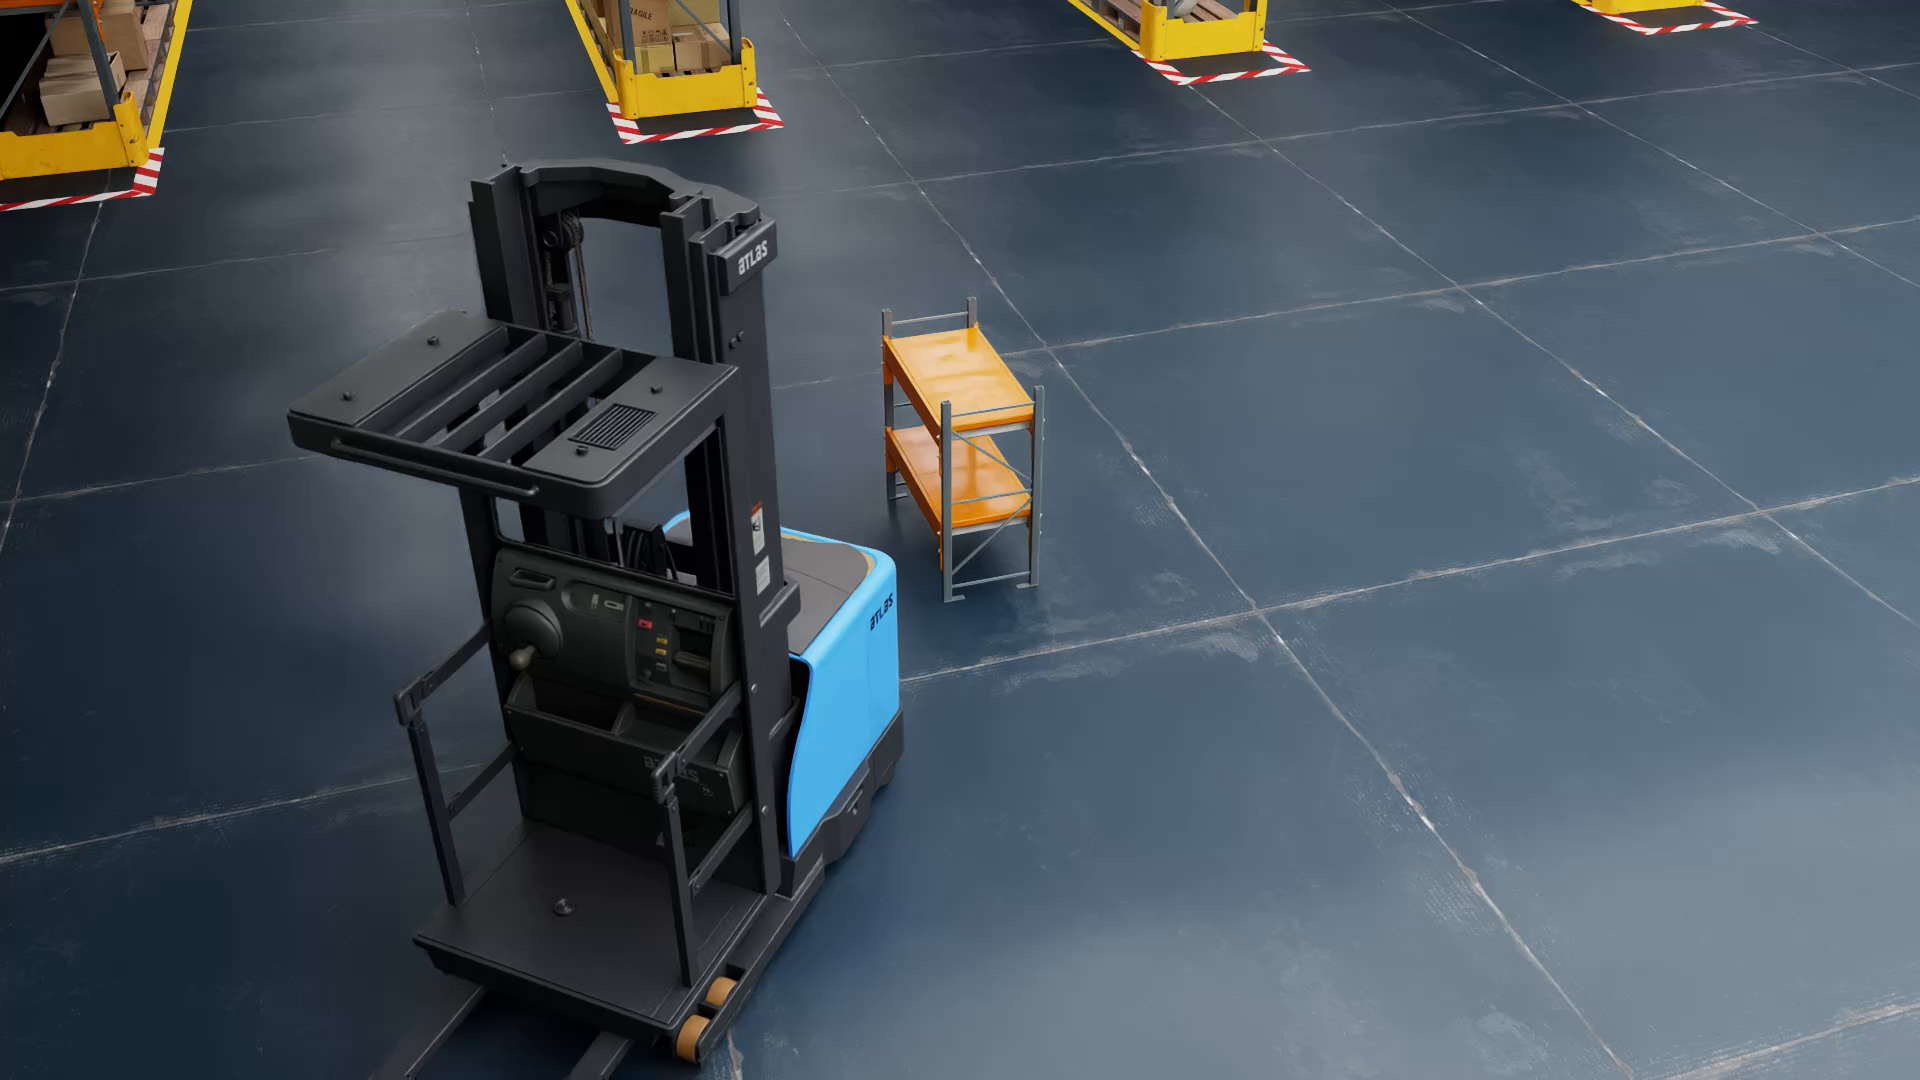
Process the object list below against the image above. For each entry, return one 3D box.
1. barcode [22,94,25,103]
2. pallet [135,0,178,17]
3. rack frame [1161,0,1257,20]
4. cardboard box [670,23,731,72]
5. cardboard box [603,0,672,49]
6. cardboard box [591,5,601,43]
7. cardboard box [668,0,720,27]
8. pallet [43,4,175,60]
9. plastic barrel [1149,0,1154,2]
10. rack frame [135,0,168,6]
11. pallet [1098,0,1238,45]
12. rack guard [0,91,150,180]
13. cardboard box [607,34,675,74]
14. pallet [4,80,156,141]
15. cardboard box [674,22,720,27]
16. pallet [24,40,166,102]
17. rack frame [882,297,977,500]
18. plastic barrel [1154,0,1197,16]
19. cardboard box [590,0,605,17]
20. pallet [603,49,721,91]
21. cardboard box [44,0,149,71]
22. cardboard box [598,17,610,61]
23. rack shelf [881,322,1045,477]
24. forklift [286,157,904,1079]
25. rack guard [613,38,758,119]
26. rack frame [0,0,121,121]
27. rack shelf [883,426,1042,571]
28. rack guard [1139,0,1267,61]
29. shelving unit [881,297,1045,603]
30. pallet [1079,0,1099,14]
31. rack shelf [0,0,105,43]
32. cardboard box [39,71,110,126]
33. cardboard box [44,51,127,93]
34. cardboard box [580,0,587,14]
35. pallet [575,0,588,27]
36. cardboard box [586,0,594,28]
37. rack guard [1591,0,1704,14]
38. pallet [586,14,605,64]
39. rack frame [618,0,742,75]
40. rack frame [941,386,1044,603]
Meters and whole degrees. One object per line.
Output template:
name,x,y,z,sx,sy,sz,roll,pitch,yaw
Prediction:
barcode,-7.593,-3.583,13.483,0.001,0.075,0.075,-10,35,-15
pallet,-8.540,-5.542,16.945,1.003,0.211,1.213,-10,35,-15
rack frame,2.354,-5.863,14.901,1.000,3.000,0.127,-10,35,-15
cardboard box,-2.316,-4.379,14.769,0.500,0.250,0.500,-10,35,-15
cardboard box,-2.811,-4.604,14.430,0.500,0.500,0.500,-10,35,-15
cardboard box,-3.128,-4.814,15.428,0.500,0.250,0.500,-10,35,-15
cardboard box,-2.471,-4.954,14.959,0.500,0.500,0.500,-10,35,-15
pallet,-8.063,-4.787,15.802,1.003,0.211,1.213,-10,35,-15
plastic barrel,1.928,-5.596,16.373,0.421,0.512,0.421,0,33,0
rack frame,-8.301,-6.297,15.558,1.000,3.000,0.127,-10,35,-15
pallet,2.043,-5.159,16.365,1.003,0.211,1.213,-10,35,-15
rack guard,-7.104,-3.194,13.130,1.175,0.500,0.348,-10,35,-15
cardboard box,-2.809,-4.292,14.637,0.500,0.250,0.500,-10,35,-15
pallet,-7.318,-3.506,13.864,1.003,0.211,1.213,-10,35,-15
cardboard box,-2.472,-4.641,15.165,0.500,0.250,0.500,-10,35,-15
pallet,-7.687,-4.145,14.831,1.003,0.211,1.213,-10,35,-15
rack frame,-0.157,-0.740,8.849,0.500,1.125,0.032,-10,35,-15
plastic barrel,2.080,-5.333,15.975,0.421,0.512,0.421,0,33,0
cardboard box,-3.130,-5.127,15.221,0.500,0.500,0.500,-10,35,-15
pallet,-2.638,-4.263,15.009,1.003,0.211,1.213,-10,35,-15
cardboard box,-7.556,-4.409,14.569,0.700,0.500,0.500,-12,35,-18
cardboard box,-2.973,-4.552,15.031,0.500,0.250,0.500,-10,35,-15
rack shelf,-0.002,-0.717,8.284,0.538,0.278,1.000,-10,35,-15
forklift,-1.285,0.371,5.530,1.130,2.935,3.031,13,36,19
rack guard,-2.357,-3.976,14.314,1.175,0.500,0.348,-10,35,-15
rack frame,-7.081,-4.197,12.380,1.000,3.000,0.127,-10,35,-15
rack shelf,-0.002,-0.269,8.580,0.538,0.278,1.000,-10,35,-15
rack guard,2.286,-4.852,15.639,1.175,0.500,0.348,-10,35,-15
shelving unit,-0.002,-0.473,8.445,0.538,1.125,1.048,-10,35,-15
pallet,1.675,-5.798,17.333,1.003,0.211,1.213,-10,35,-15
rack shelf,-7.691,-4.947,14.168,1.077,0.370,4.000,-10,35,-15
cardboard box,-7.206,-3.637,13.573,0.500,0.311,0.500,-14,36,-20
cardboard box,-7.380,-3.936,14.026,0.500,0.311,0.500,-7,34,-11
cardboard box,-3.437,-5.339,16.221,0.500,0.250,0.500,-10,35,-15
pallet,-3.382,-5.544,16.948,1.003,0.211,1.213,-10,35,-15
cardboard box,-3.278,-5.077,15.826,0.500,0.250,0.500,-10,35,-15
rack guard,7.048,-5.693,16.911,1.175,0.500,0.348,-10,35,-15
pallet,-3.006,-4.902,15.977,1.003,0.211,1.213,-10,35,-15
rack frame,-2.364,-5.032,13.644,1.000,3.000,0.127,-10,35,-15
rack frame,0.153,-0.206,8.041,0.500,1.125,0.032,-10,35,-15
